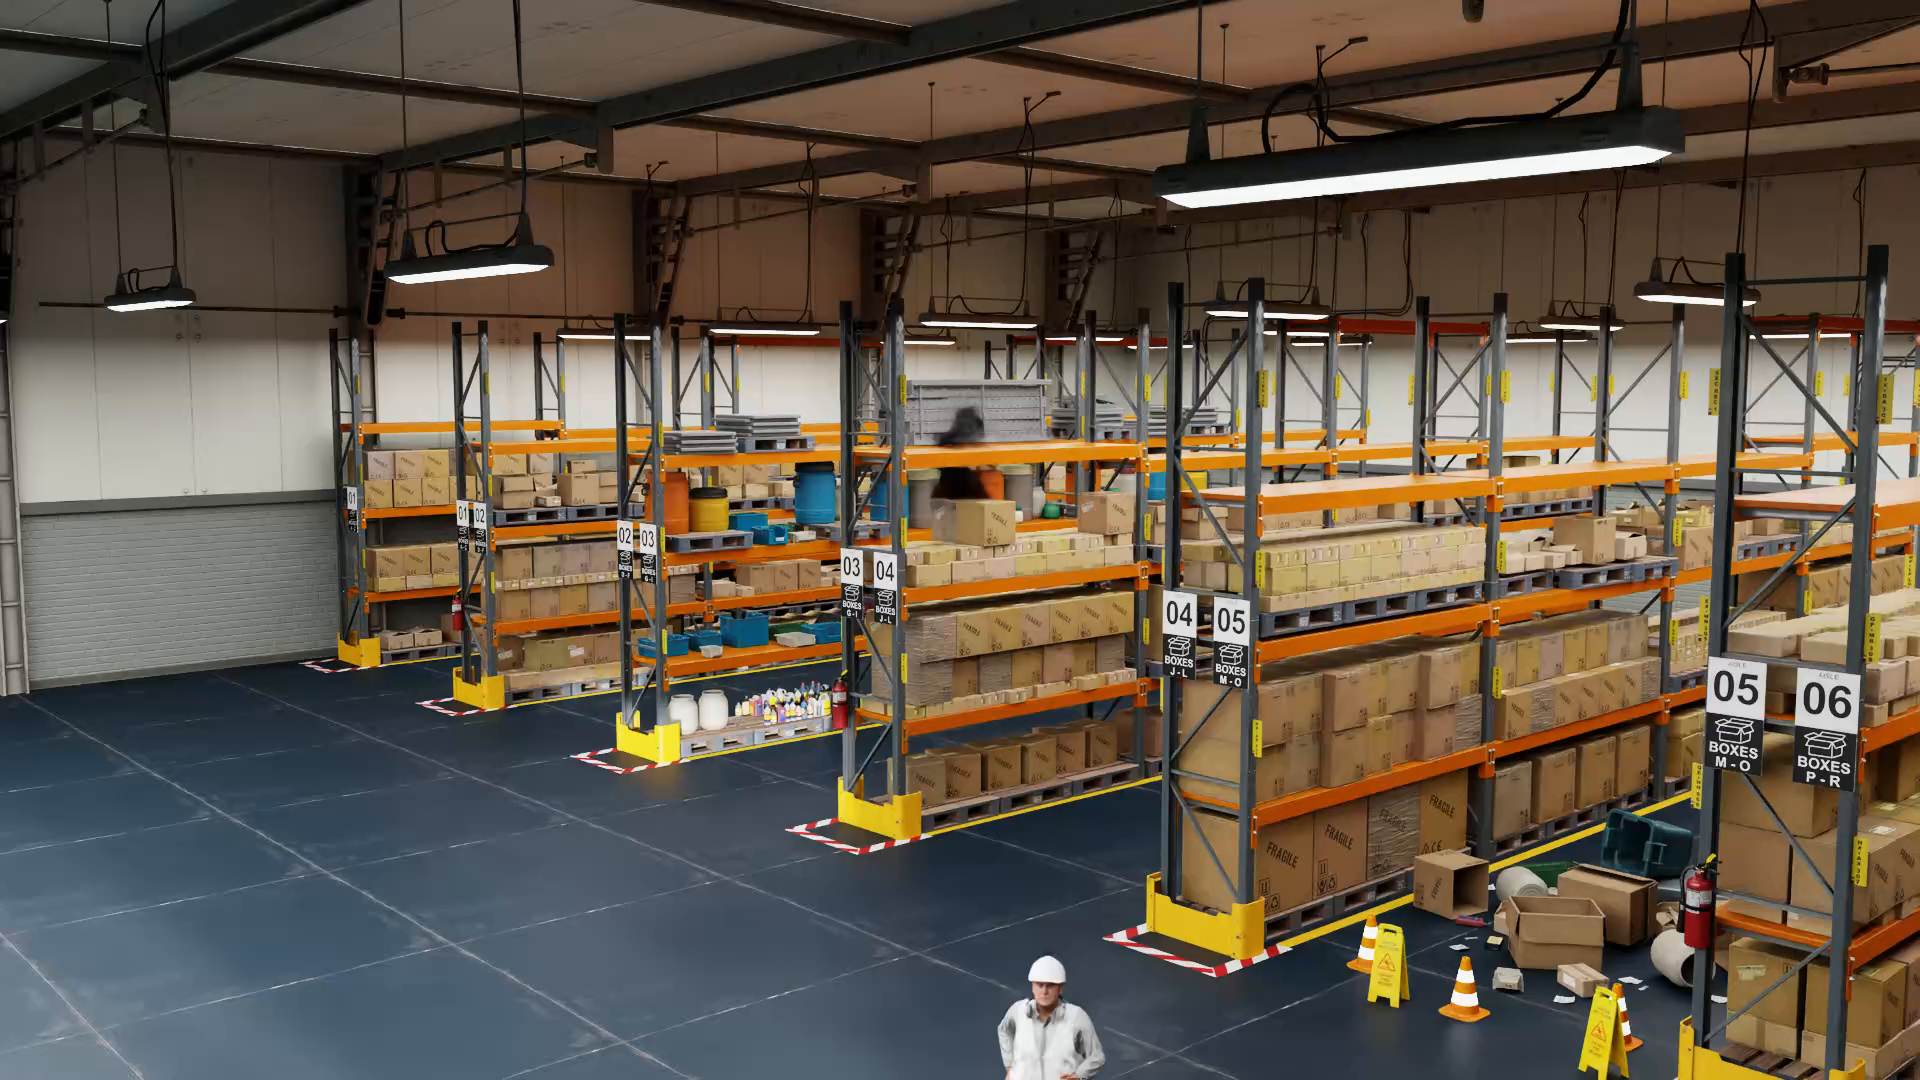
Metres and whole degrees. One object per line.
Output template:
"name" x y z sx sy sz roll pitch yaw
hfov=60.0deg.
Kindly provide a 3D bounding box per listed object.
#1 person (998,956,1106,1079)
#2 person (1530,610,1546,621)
"person" 0.529 3.313 9.780 0.653 1.792 0.879 1 6 6
"person" 8.684 1.859 25.138 0.606 1.726 0.683 5 8 43
